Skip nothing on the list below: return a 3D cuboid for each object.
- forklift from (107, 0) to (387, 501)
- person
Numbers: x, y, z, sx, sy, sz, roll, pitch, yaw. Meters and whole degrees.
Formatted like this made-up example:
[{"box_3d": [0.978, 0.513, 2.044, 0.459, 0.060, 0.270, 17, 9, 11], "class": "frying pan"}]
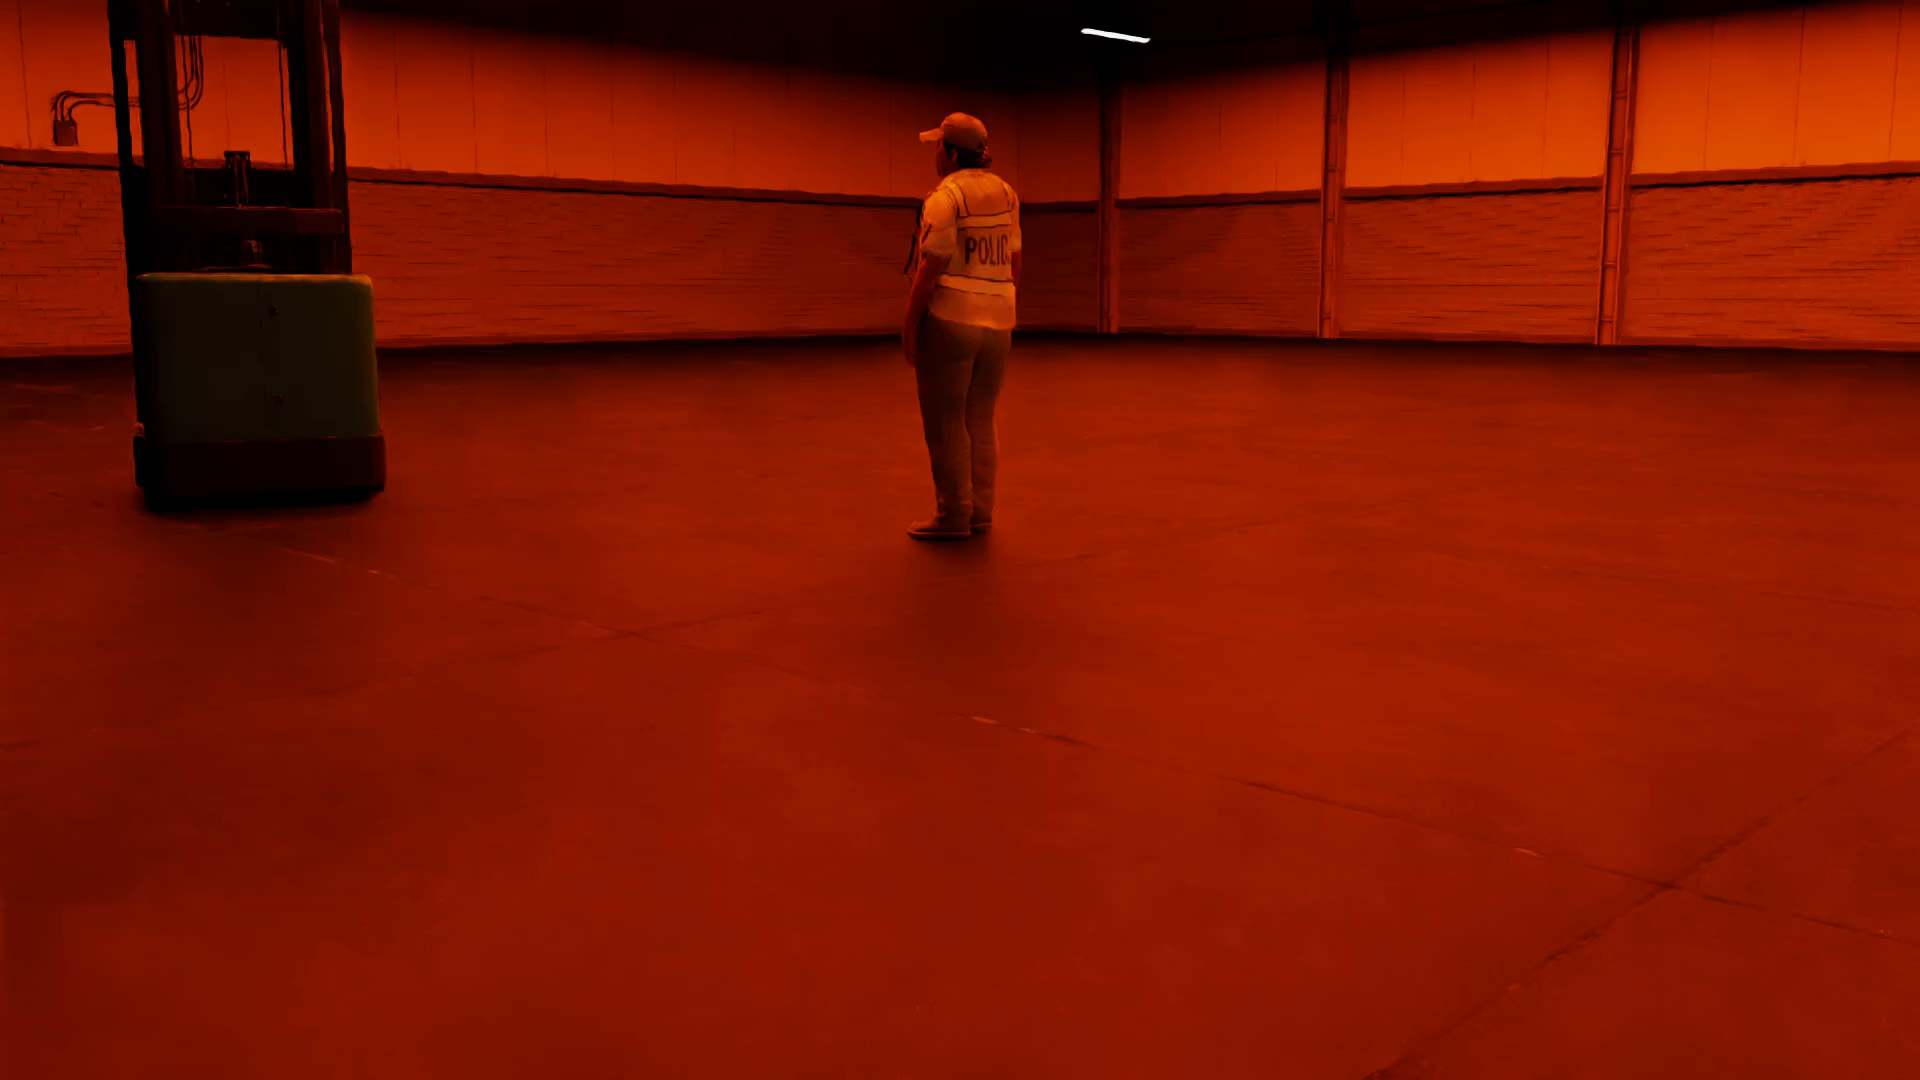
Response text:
[{"box_3d": [-3.876, -1.809, 8.891, 1.130, 2.935, 3.031, -4, 10, -26], "class": "forklift"}, {"box_3d": [-0.039, -0.842, 6.661, 0.529, 1.669, 0.598, 8, 12, 43], "class": "person"}]
